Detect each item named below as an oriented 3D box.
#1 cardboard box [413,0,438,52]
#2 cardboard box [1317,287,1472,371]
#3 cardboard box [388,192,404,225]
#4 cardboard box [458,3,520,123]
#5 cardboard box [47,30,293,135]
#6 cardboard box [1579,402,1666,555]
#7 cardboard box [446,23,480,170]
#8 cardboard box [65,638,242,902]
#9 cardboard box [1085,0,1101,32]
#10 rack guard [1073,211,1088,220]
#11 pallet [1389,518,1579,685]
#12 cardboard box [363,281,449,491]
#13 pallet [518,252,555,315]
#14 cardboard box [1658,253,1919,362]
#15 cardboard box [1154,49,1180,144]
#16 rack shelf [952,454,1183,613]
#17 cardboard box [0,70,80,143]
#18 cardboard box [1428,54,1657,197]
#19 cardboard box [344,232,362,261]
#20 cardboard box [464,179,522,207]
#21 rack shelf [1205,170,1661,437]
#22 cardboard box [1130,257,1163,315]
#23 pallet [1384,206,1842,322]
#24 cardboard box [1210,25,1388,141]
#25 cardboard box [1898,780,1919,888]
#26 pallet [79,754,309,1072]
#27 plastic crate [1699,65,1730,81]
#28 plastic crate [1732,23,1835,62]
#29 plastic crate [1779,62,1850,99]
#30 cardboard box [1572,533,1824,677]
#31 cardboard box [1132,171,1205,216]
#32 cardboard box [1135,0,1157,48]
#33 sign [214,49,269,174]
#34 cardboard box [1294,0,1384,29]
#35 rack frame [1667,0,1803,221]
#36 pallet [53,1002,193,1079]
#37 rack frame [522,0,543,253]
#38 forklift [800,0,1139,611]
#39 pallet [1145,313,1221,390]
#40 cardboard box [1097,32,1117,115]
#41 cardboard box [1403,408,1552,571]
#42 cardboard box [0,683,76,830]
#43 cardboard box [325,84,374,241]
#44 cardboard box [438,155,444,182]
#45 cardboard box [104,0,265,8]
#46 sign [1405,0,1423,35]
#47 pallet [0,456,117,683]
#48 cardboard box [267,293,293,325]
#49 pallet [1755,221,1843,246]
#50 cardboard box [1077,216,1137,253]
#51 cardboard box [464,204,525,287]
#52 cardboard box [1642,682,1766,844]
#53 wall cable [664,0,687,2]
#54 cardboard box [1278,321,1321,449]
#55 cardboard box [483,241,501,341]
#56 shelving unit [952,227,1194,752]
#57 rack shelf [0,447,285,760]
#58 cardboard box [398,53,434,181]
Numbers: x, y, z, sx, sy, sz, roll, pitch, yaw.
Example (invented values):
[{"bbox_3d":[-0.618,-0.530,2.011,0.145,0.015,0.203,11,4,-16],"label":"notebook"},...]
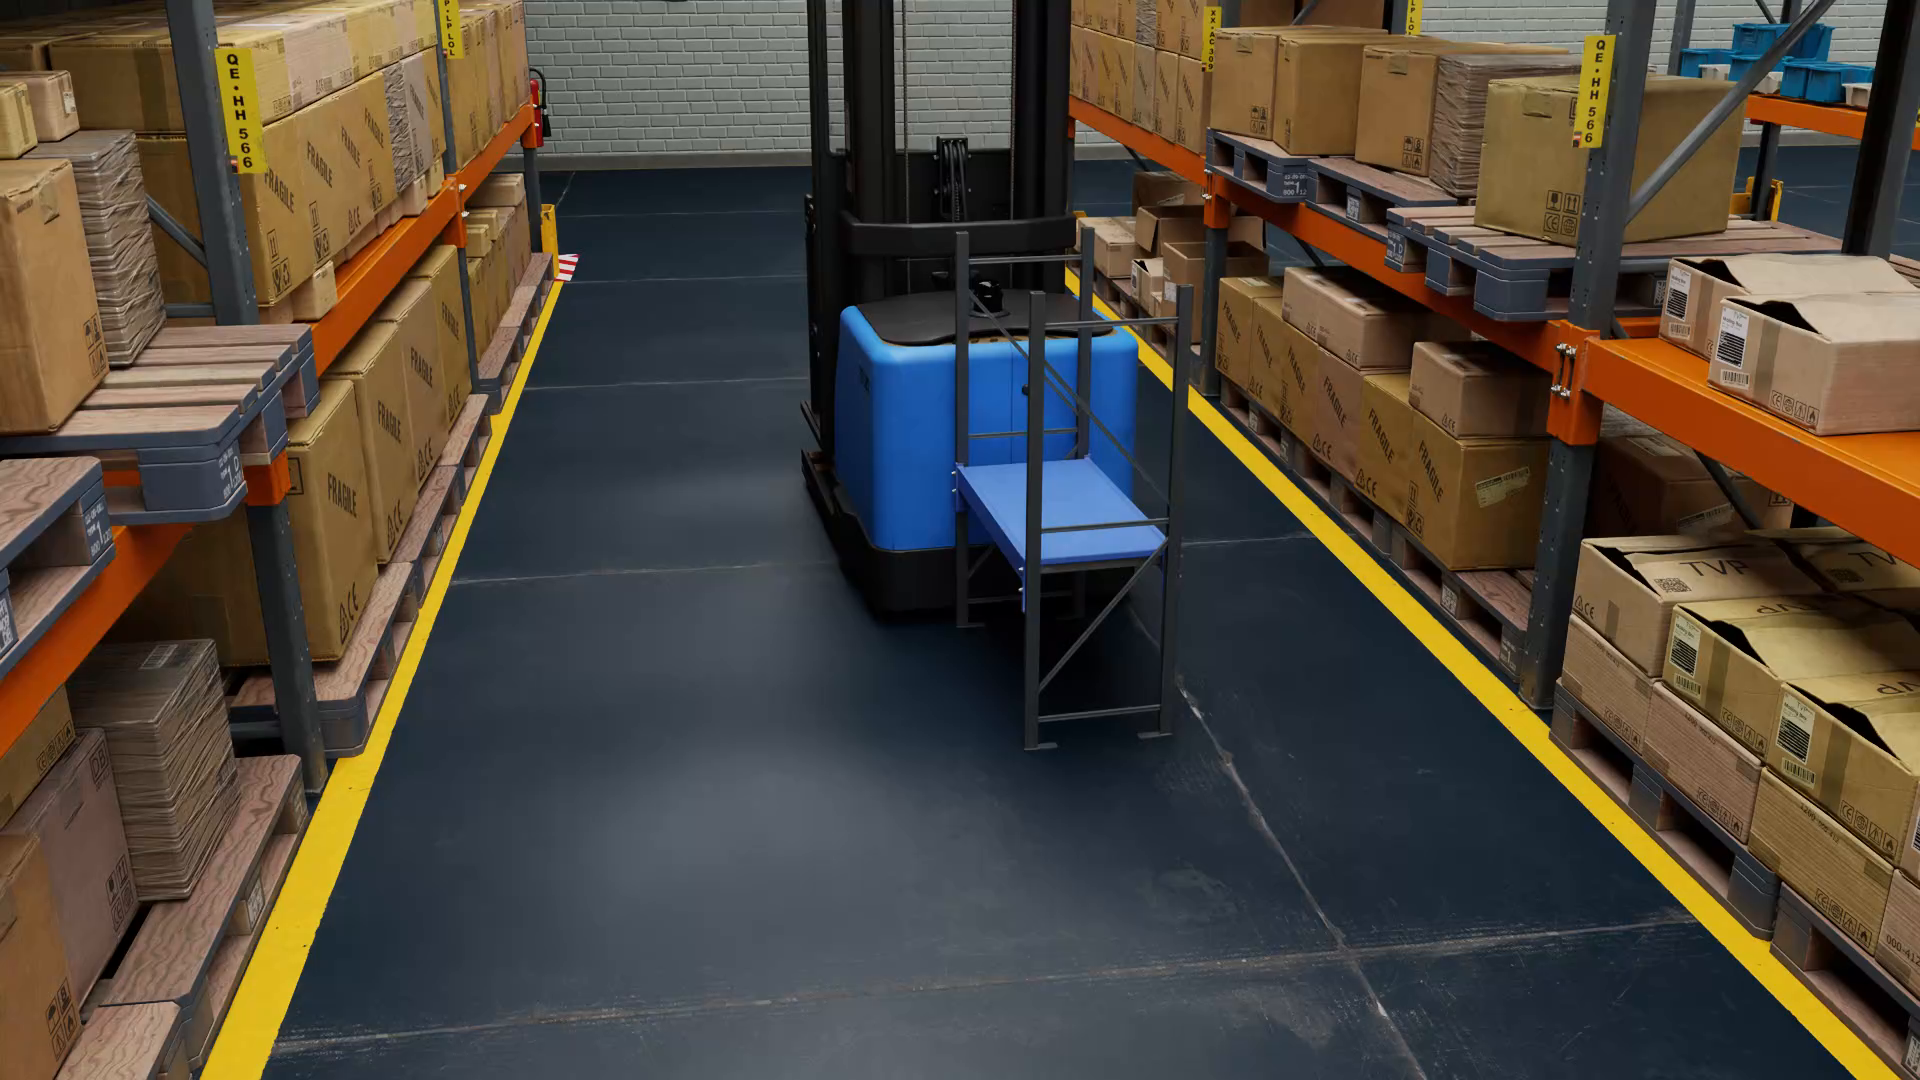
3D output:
[{"bbox_3d":[-2.724,-2.397,7.678,0.500,0.250,0.500,-2,21,-6],"label":"cardboard box"},{"bbox_3d":[1.903,-0.937,7.309,0.500,0.250,0.500,-3,21,-9],"label":"cardboard box"},{"bbox_3d":[-2.597,-1.433,7.096,0.380,0.149,0.250,-3,21,-8],"label":"cardboard box"},{"bbox_3d":[-3.422,-3.097,10.792,0.980,0.700,0.700,-3,21,-8],"label":"cardboard box"},{"bbox_3d":[-2.282,-1.341,4.851,0.500,0.250,0.500,-2,21,-6],"label":"cardboard box"},{"bbox_3d":[2.570,-0.253,6.550,0.500,0.500,0.500,-4,21,-10],"label":"cardboard box"},{"bbox_3d":[-3.106,-2.328,8.733,0.980,0.700,0.700,-3,21,-7],"label":"cardboard box"},{"bbox_3d":[-2.312,0.598,4.272,0.700,0.500,0.500,-3,21,-7],"label":"cardboard box"},{"bbox_3d":[1.166,-3.802,11.538,0.500,0.500,0.500,-3,21,-7],"label":"cardboard box"},{"bbox_3d":[1.291,-2.437,13.028,1.175,0.500,0.348,-3,21,-8],"label":"rack guard"},{"bbox_3d":[2.363,0.181,6.430,1.003,0.211,1.213,-3,21,-8],"label":"pallet"},{"bbox_3d":[-2.691,-0.662,7.174,0.750,0.750,0.750,-2,21,-6],"label":"cardboard box"},{"bbox_3d":[-3.428,-1.804,11.746,1.003,0.211,1.213,-3,21,-8],"label":"pallet"},{"bbox_3d":[2.443,-0.695,4.917,0.500,0.311,0.500,-2,21,-4],"label":"cardboard box"},{"bbox_3d":[1.455,-2.635,9.842,0.500,0.500,0.500,-2,21,-6],"label":"cardboard box"},{"bbox_3d":[0.340,-0.046,5.709,0.538,0.185,1.000,-4,21,-12],"label":"rack shelf"},{"bbox_3d":[-2.388,-1.053,4.049,0.380,0.149,0.250,-6,21,-15],"label":"cardboard box"},{"bbox_3d":[2.288,-1.647,6.596,0.700,0.500,0.500,1,20,2],"label":"cardboard box"},{"bbox_3d":[-2.518,-1.162,6.370,0.380,0.149,0.250,-3,21,-7],"label":"cardboard box"},{"bbox_3d":[-3.185,-2.352,11.272,0.380,0.149,0.250,-2,21,-6],"label":"cardboard box"},{"bbox_3d":[2.145,-1.220,7.225,1.077,0.370,4.000,-3,21,-8],"label":"rack shelf"},{"bbox_3d":[1.386,-1.639,10.531,0.500,0.311,0.500,-3,21,-8],"label":"cardboard box"},{"bbox_3d":[2.266,-1.006,5.897,1.213,0.211,1.003,-3,21,-8],"label":"pallet"},{"bbox_3d":[1.704,-2.318,8.392,0.700,0.500,0.500,-10,23,-26],"label":"cardboard box"},{"bbox_3d":[2.449,0.696,3.594,0.500,0.311,0.500,-3,21,-8],"label":"cardboard box"},{"bbox_3d":[-2.357,0.963,4.336,1.003,0.211,1.213,-3,21,-8],"label":"pallet"},{"bbox_3d":[5.857,-3.571,12.780,0.250,0.136,0.298,-3,21,-8],"label":"plastic crate"},{"bbox_3d":[6.416,-3.821,13.024,0.616,0.435,0.499,-3,21,-8],"label":"plastic crate"},{"bbox_3d":[6.082,-3.275,11.851,0.416,0.233,0.300,-3,21,-8],"label":"plastic crate"},{"bbox_3d":[2.219,0.160,5.029,0.500,0.311,0.500,-2,21,-6],"label":"cardboard box"},{"bbox_3d":[1.603,-2.494,12.550,0.500,0.500,0.500,-3,21,-8],"label":"cardboard box"},{"bbox_3d":[1.379,-3.279,10.136,0.500,0.500,0.500,-3,21,-7],"label":"cardboard box"},{"bbox_3d":[-1.932,-1.150,4.466,0.100,0.325,0.005,-3,21,-8],"label":"sign"},{"bbox_3d":[2.068,-2.942,9.235,0.500,0.500,0.500,-2,21,-6],"label":"cardboard box"},{"bbox_3d":[6.183,-3.883,13.326,1.000,3.000,0.127,-3,21,-8],"label":"rack frame"},{"bbox_3d":[-2.184,1.385,3.207,1.003,0.211,1.213,-3,21,-8],"label":"pallet"},{"bbox_3d":[-3.621,-3.384,11.988,1.000,3.000,0.127,-3,21,-8],"label":"rack frame"},{"bbox_3d":[-0.136,-1.587,7.275,1.130,2.935,3.031,-4,21,-12],"label":"forklift"},{"bbox_3d":[1.759,-1.181,10.078,1.003,0.211,1.213,-3,21,-8],"label":"pallet"},{"bbox_3d":[1.233,-3.162,11.253,0.500,0.500,0.500,-3,21,-8],"label":"cardboard box"},{"bbox_3d":[2.067,-0.212,6.440,0.500,0.500,0.500,-2,21,-6],"label":"cardboard box"},{"bbox_3d":[-2.292,0.447,3.604,0.500,0.250,0.500,-3,21,-7],"label":"cardboard box"},{"bbox_3d":[-2.421,-1.344,5.931,0.500,0.500,0.500,-3,21,-8],"label":"cardboard box"},{"bbox_3d":[-2.715,-1.788,8.046,0.380,0.149,0.250,-3,21,-7],"label":"cardboard box"},{"bbox_3d":[-3.077,-2.019,6.666,0.500,0.250,0.500,-4,21,-10],"label":"cardboard box"},{"bbox_3d":[2.406,-2.821,8.829,0.100,0.325,0.005,-3,21,-8],"label":"sign"},{"bbox_3d":[-2.142,0.159,2.776,1.003,0.211,1.213,-3,21,-8],"label":"pallet"},{"bbox_3d":[-2.314,-0.719,5.184,0.380,0.149,0.250,-3,21,-7],"label":"cardboard box"},{"bbox_3d":[6.263,-2.290,13.044,1.003,0.211,1.213,-3,21,-8],"label":"pallet"},{"bbox_3d":[1.150,-2.177,12.059,0.500,0.250,0.500,-3,21,-8],"label":"cardboard box"},{"bbox_3d":[-3.349,-1.999,11.253,0.700,0.500,0.500,-3,21,-8],"label":"cardboard box"},{"bbox_3d":[2.292,0.597,4.661,0.500,0.250,0.500,-3,21,-9],"label":"cardboard box"},{"bbox_3d":[-4.083,-6.716,16.773,3.097,2.526,0.112,-3,21,-8],"label":"wall cable"},{"bbox_3d":[1.838,-0.748,7.875,0.500,0.500,0.500,-3,21,-7],"label":"cardboard box"},{"bbox_3d":[-3.120,-1.463,9.818,0.700,0.500,0.500,-3,21,-8],"label":"cardboard box"},{"bbox_3d":[0.340,-0.214,5.647,0.538,1.500,1.048,-4,21,-12],"label":"shelving unit"},{"bbox_3d":[-2.179,0.416,2.844,1.077,0.370,4.000,-3,21,-8],"label":"rack shelf"},{"bbox_3d":[-2.645,-1.871,7.342,0.500,0.500,0.500,-3,21,-7],"label":"cardboard box"}]
